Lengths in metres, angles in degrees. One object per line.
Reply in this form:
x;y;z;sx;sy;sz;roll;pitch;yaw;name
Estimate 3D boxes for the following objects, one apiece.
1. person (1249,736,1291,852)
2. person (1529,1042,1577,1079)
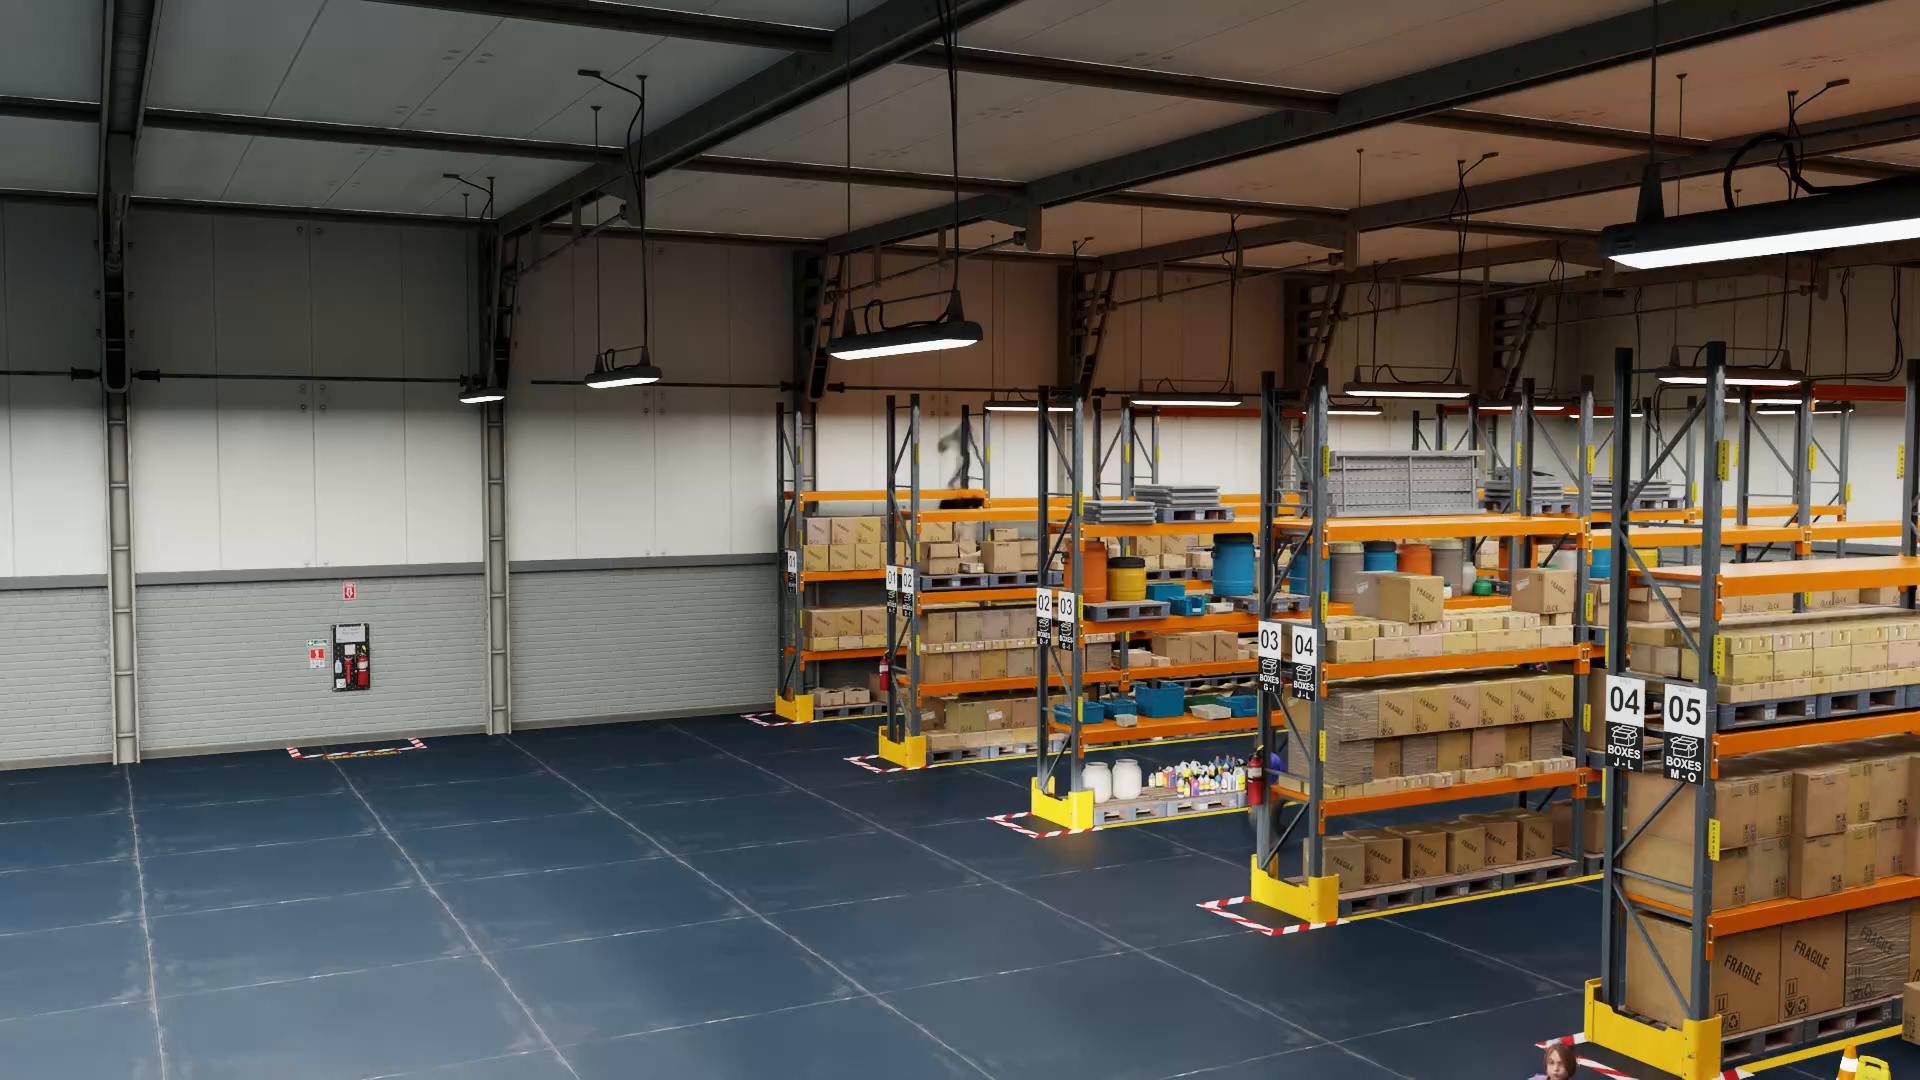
3.962;3.264;20.941;0.778;1.521;0.580;-3;4;-40;person
3.611;3.781;10.093;0.524;1.475;0.489;2;4;26;person
